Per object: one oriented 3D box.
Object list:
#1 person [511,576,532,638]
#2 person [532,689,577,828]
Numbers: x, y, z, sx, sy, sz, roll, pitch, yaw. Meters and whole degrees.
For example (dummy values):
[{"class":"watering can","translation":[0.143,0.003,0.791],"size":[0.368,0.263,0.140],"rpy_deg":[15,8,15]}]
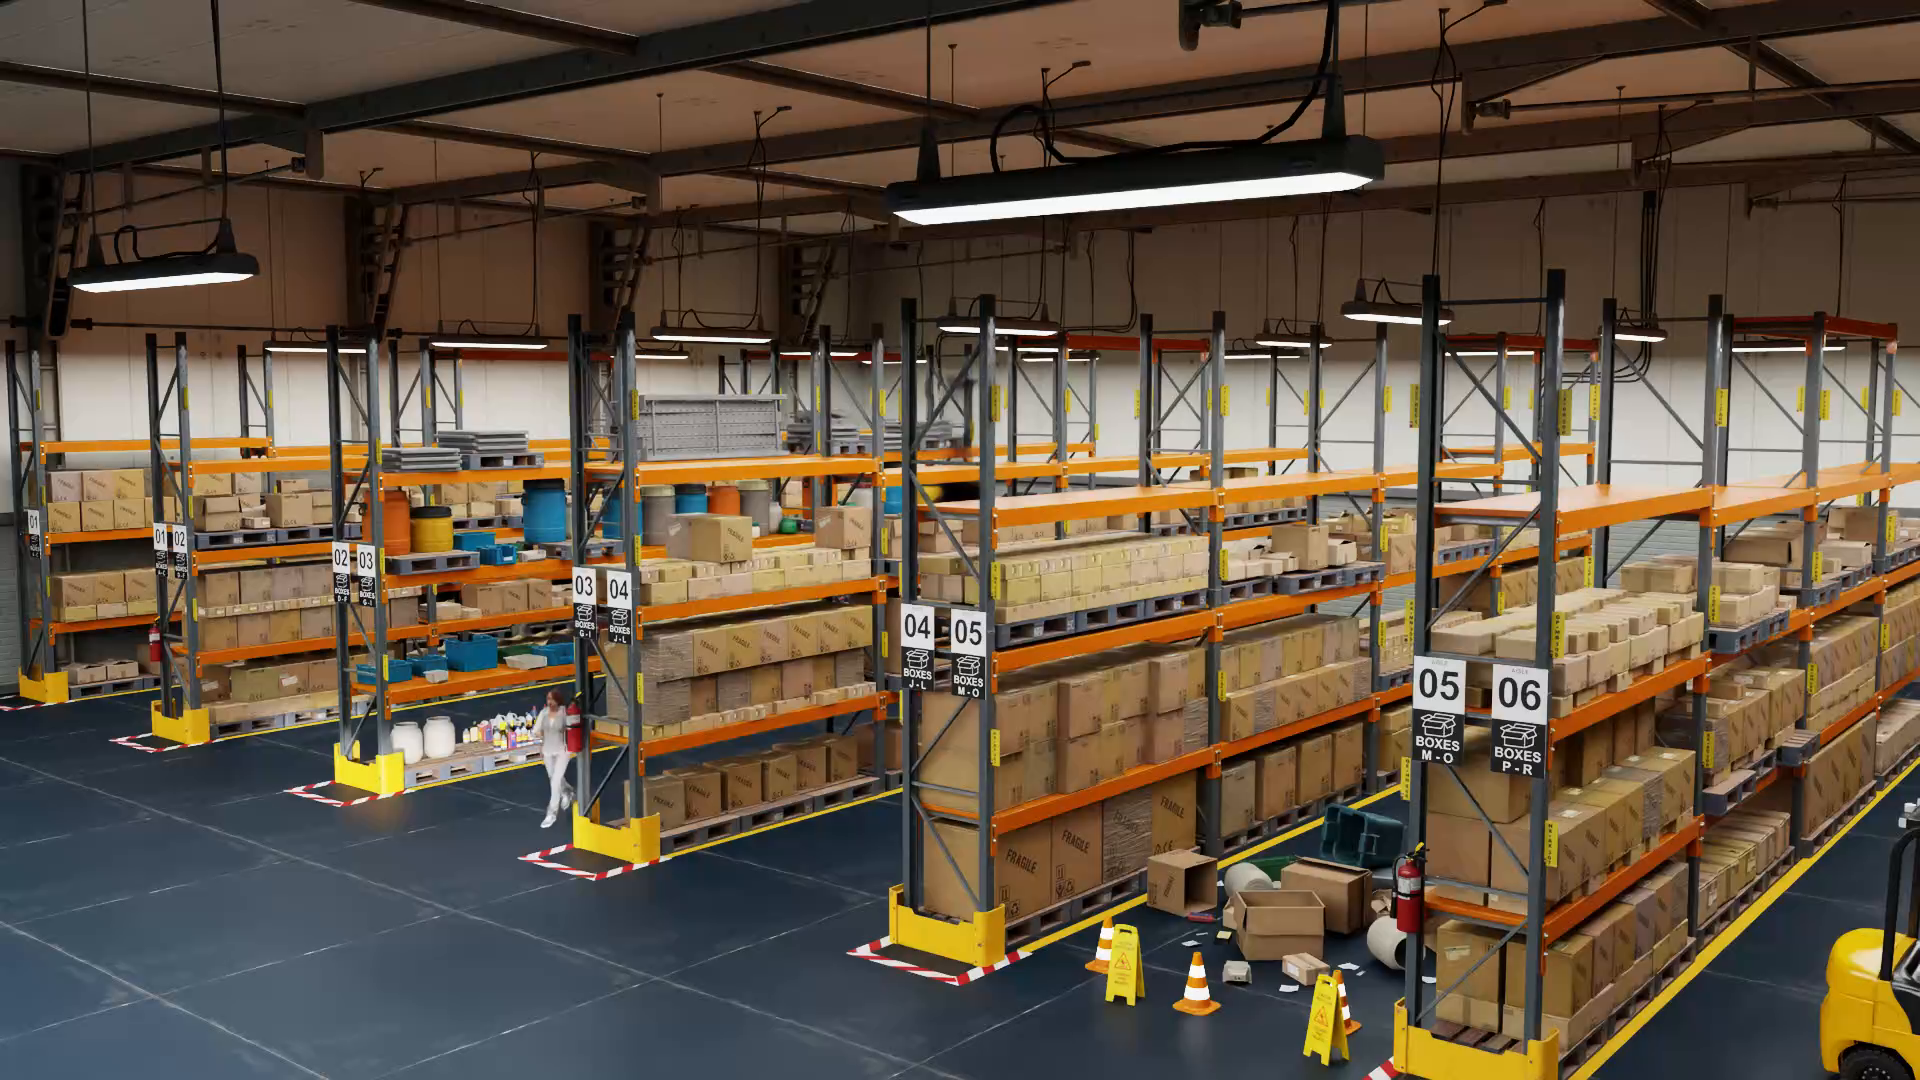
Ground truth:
[{"class":"person","translation":[-8.312,1.502,31.642],"size":[0.609,1.667,0.585],"rpy_deg":[4,7,39]},{"class":"person","translation":[-4.817,2.554,19.893],"size":[0.534,1.593,0.890],"rpy_deg":[1,5,12]}]
